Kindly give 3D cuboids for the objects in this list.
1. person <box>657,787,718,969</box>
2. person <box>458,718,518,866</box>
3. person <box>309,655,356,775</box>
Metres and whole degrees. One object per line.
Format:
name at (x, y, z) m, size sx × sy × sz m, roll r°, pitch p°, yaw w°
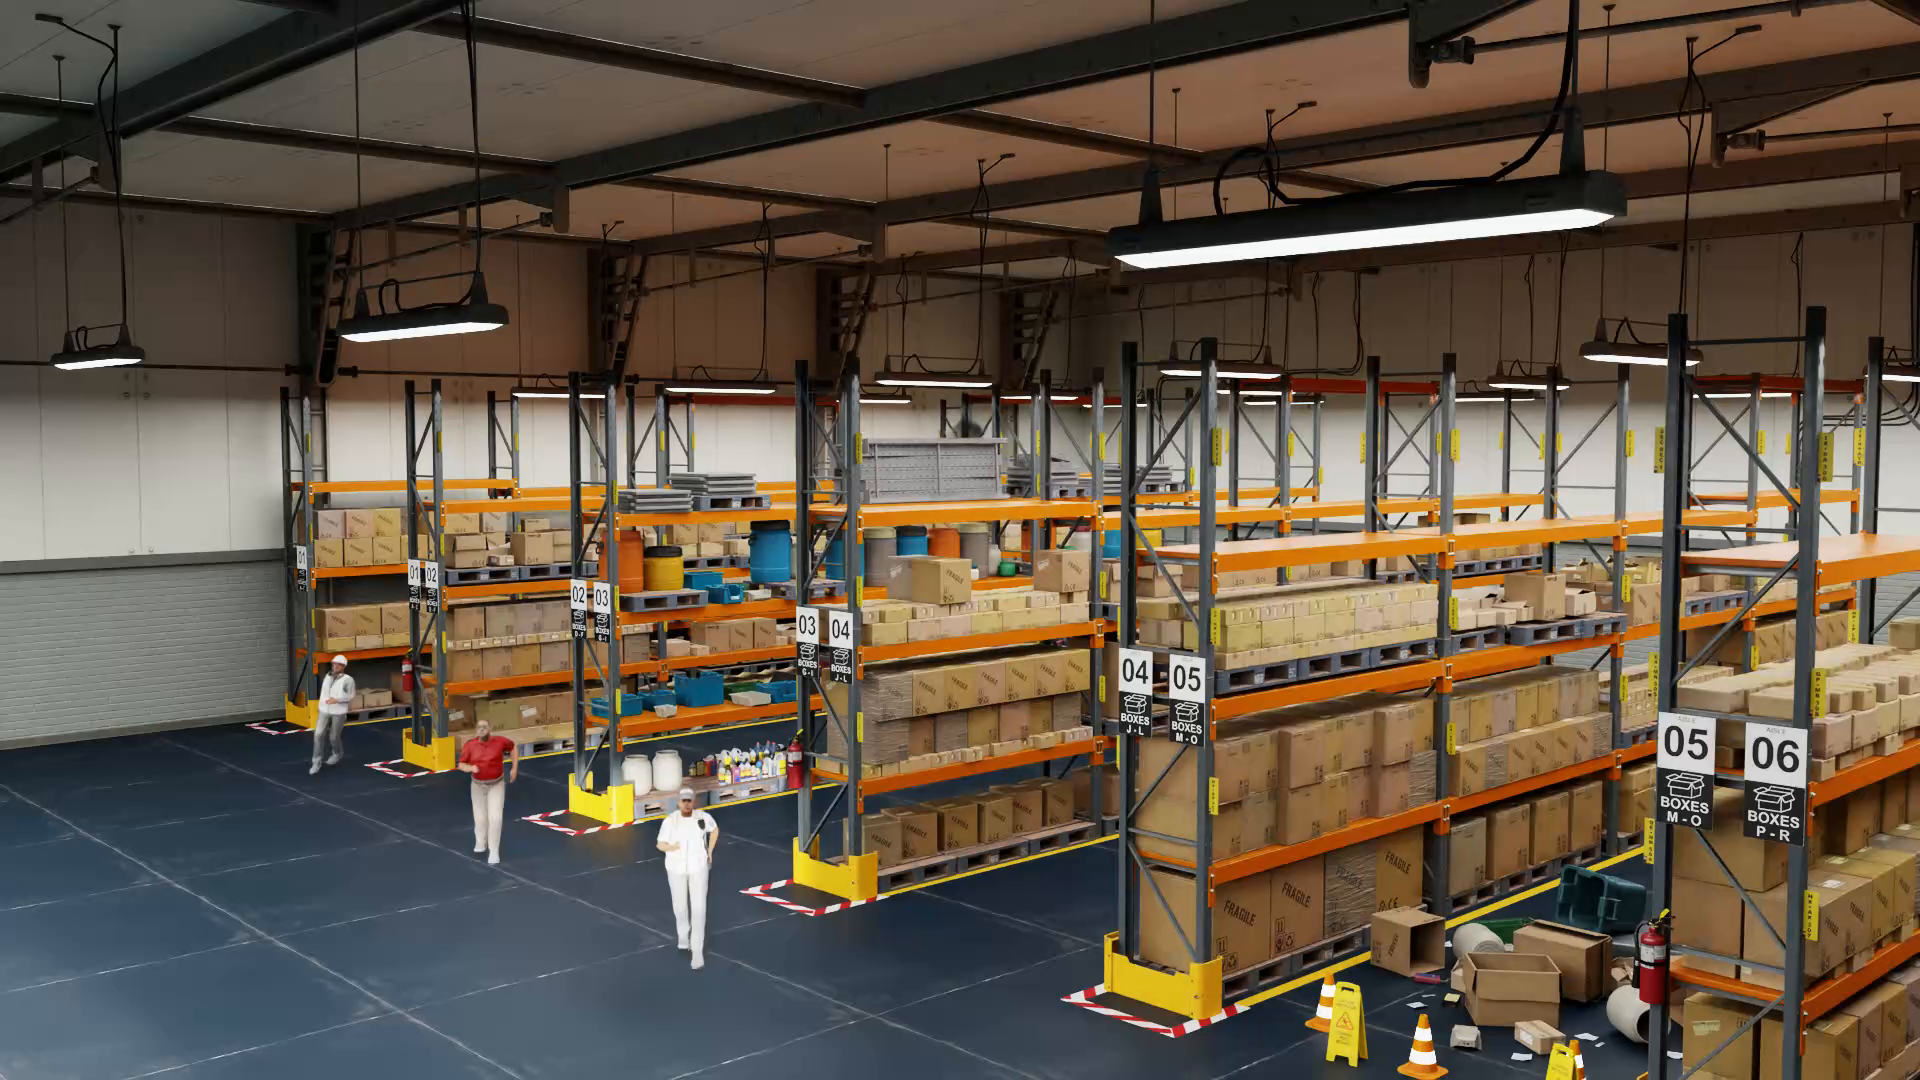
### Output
person at (-2.680, 3.284, 16.367) m, size 0.588 × 1.722 × 0.735 m, roll 0°, pitch 4°, yaw -6°
person at (-5.709, 3.029, 20.134) m, size 0.672 × 1.779 × 0.914 m, roll -1°, pitch 4°, yaw -8°
person at (-9.589, 2.645, 25.480) m, size 0.662 × 1.761 × 0.887 m, roll 0°, pitch 4°, yaw 4°
